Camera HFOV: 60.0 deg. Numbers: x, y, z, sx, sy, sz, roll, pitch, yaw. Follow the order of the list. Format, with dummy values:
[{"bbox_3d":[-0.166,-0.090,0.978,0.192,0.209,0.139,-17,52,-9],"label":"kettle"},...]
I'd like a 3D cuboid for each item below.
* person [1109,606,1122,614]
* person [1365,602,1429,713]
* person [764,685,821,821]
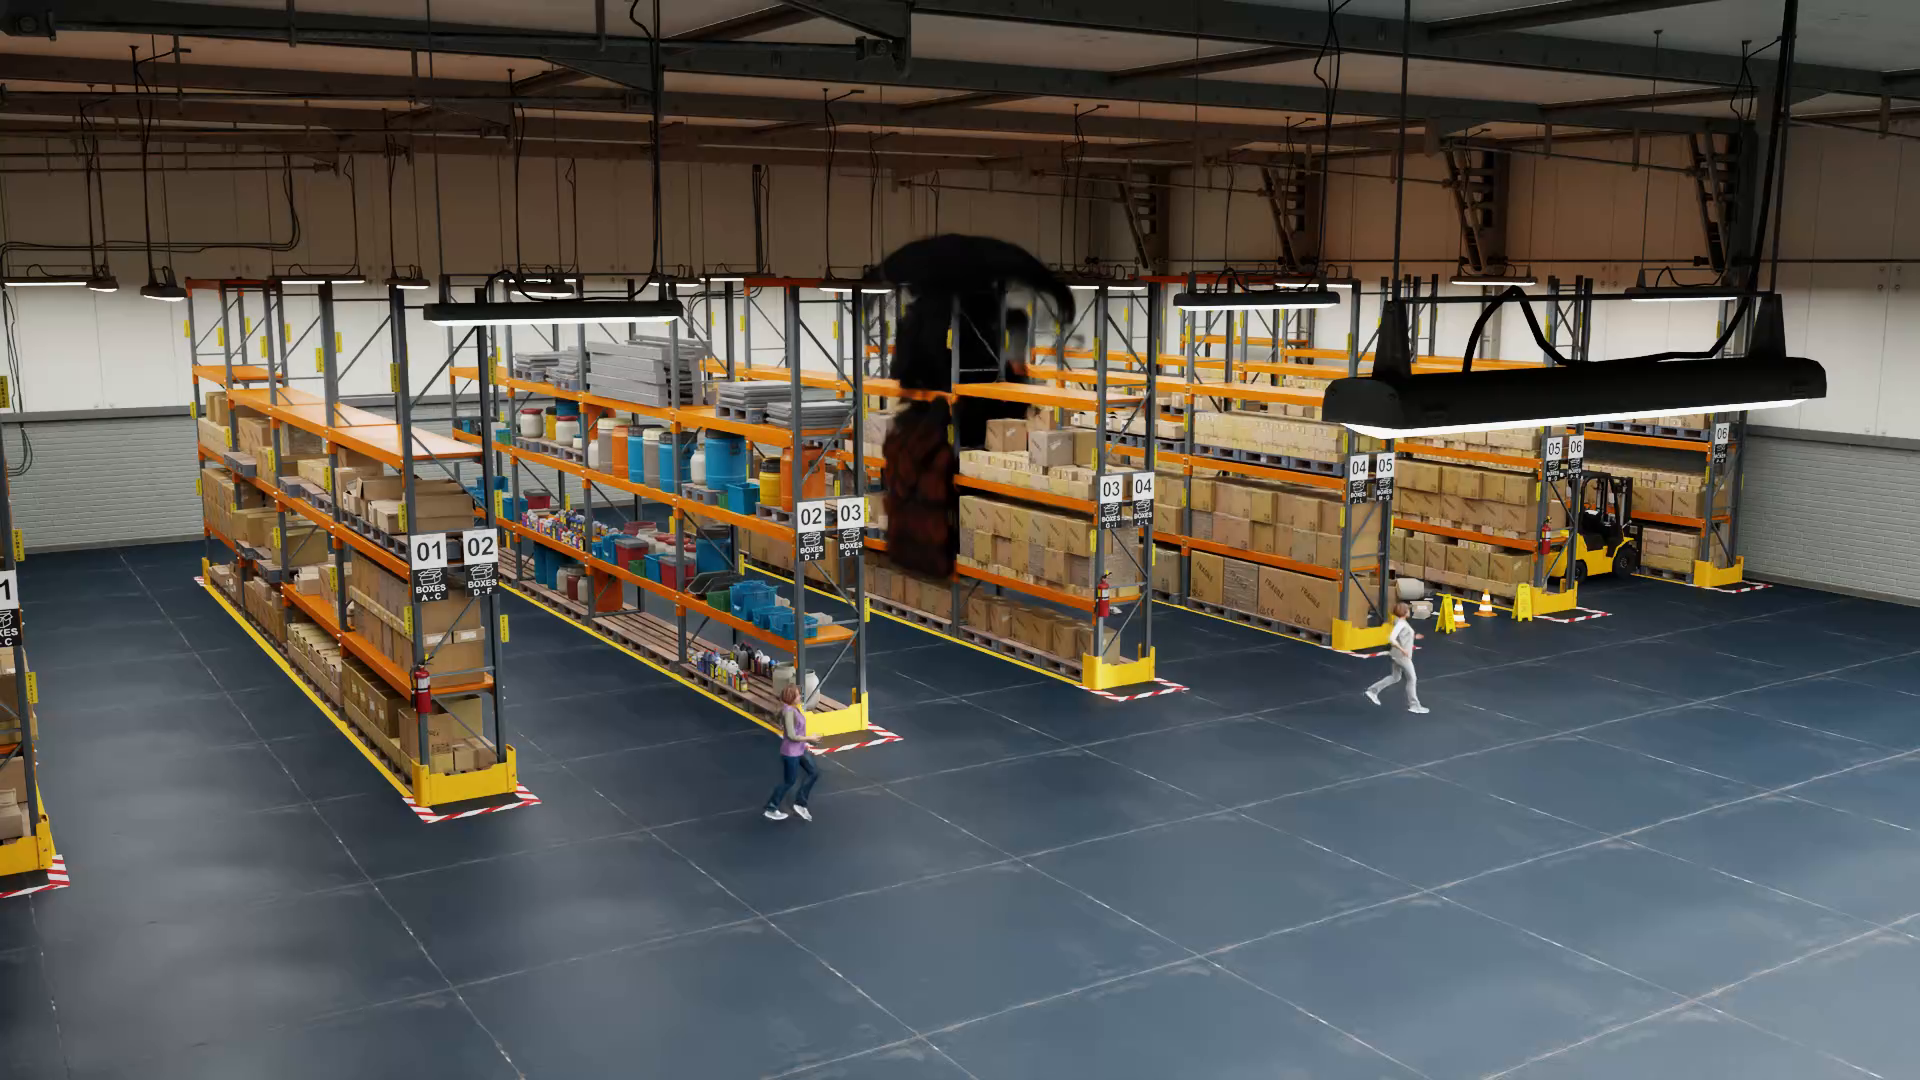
[{"bbox_3d":[2.664,0.441,30.236,0.552,1.692,0.872,-9,13,-43],"label":"person"},{"bbox_3d":[6.176,1.644,23.359,0.886,1.578,0.541,1,10,4],"label":"person"},{"bbox_3d":[-1.899,2.424,18.857,0.665,1.605,0.543,0,10,2],"label":"person"}]
